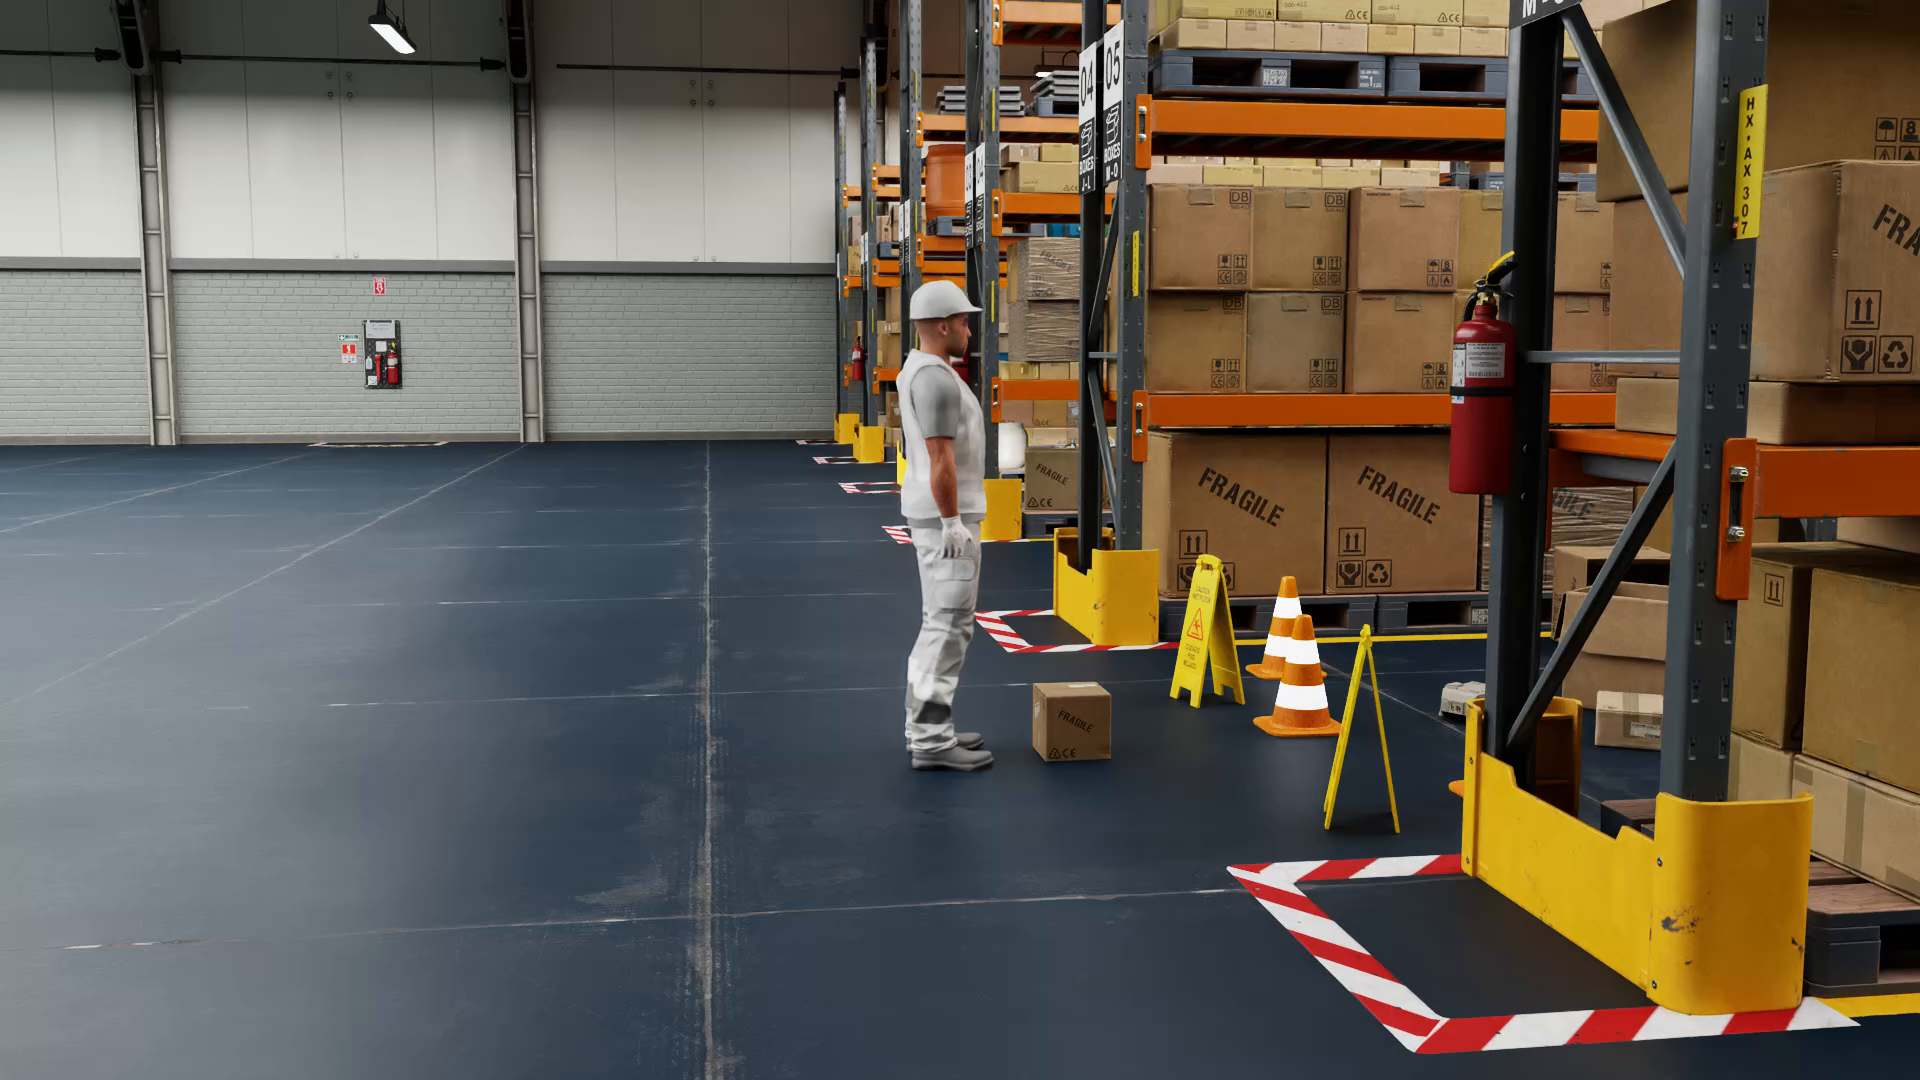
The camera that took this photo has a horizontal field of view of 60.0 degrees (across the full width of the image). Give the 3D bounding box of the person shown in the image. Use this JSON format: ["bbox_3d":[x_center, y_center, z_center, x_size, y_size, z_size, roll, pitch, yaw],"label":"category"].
[{"bbox_3d":[-0.062,-0.064,6.191,0.338,1.785,0.525,-1,6,-7],"label":"person"}]
